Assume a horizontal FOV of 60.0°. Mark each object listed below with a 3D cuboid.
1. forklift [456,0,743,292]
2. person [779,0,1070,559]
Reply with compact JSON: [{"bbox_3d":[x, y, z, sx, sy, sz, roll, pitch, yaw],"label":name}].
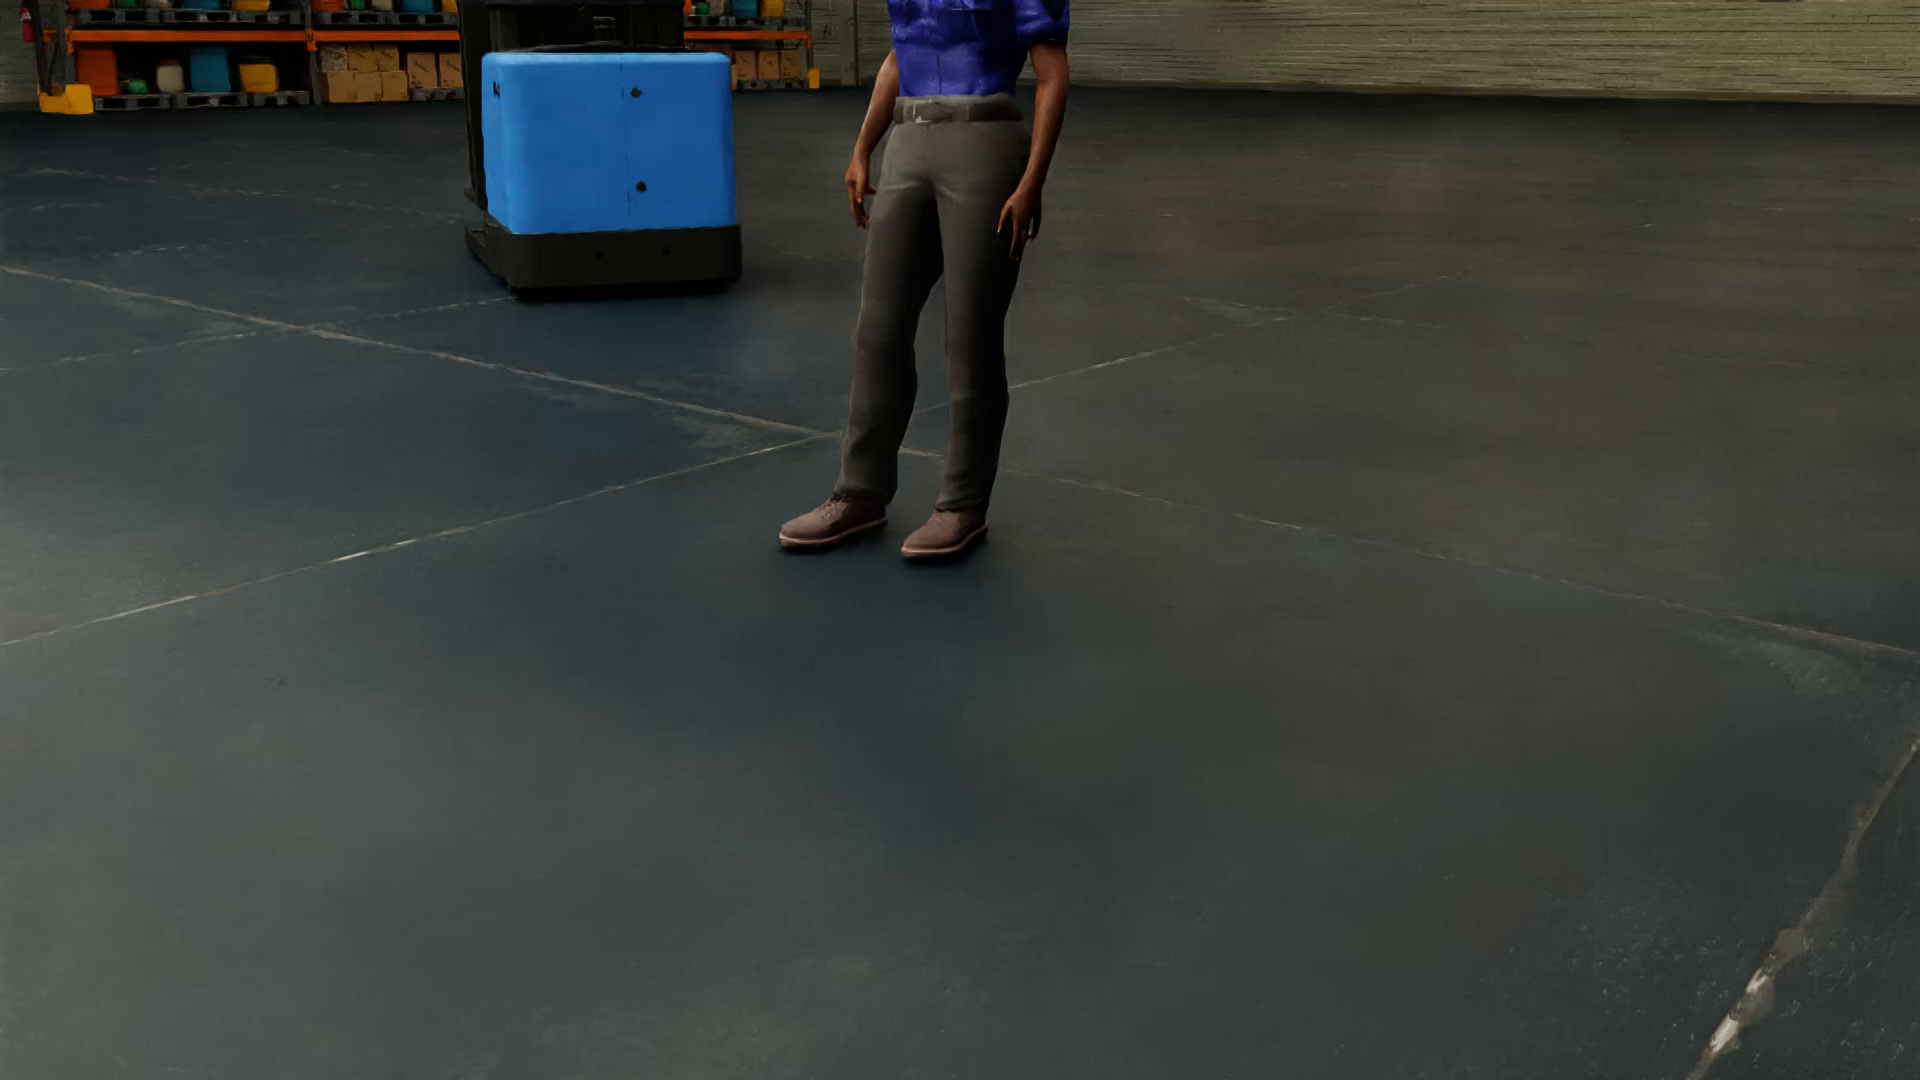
[{"bbox_3d":[-2.021,-2.905,8.465,1.130,2.935,3.031,-6,18,-20],"label":"forklift"},{"bbox_3d":[-0.071,-0.783,3.647,0.570,1.654,0.503,13,21,37],"label":"person"}]
